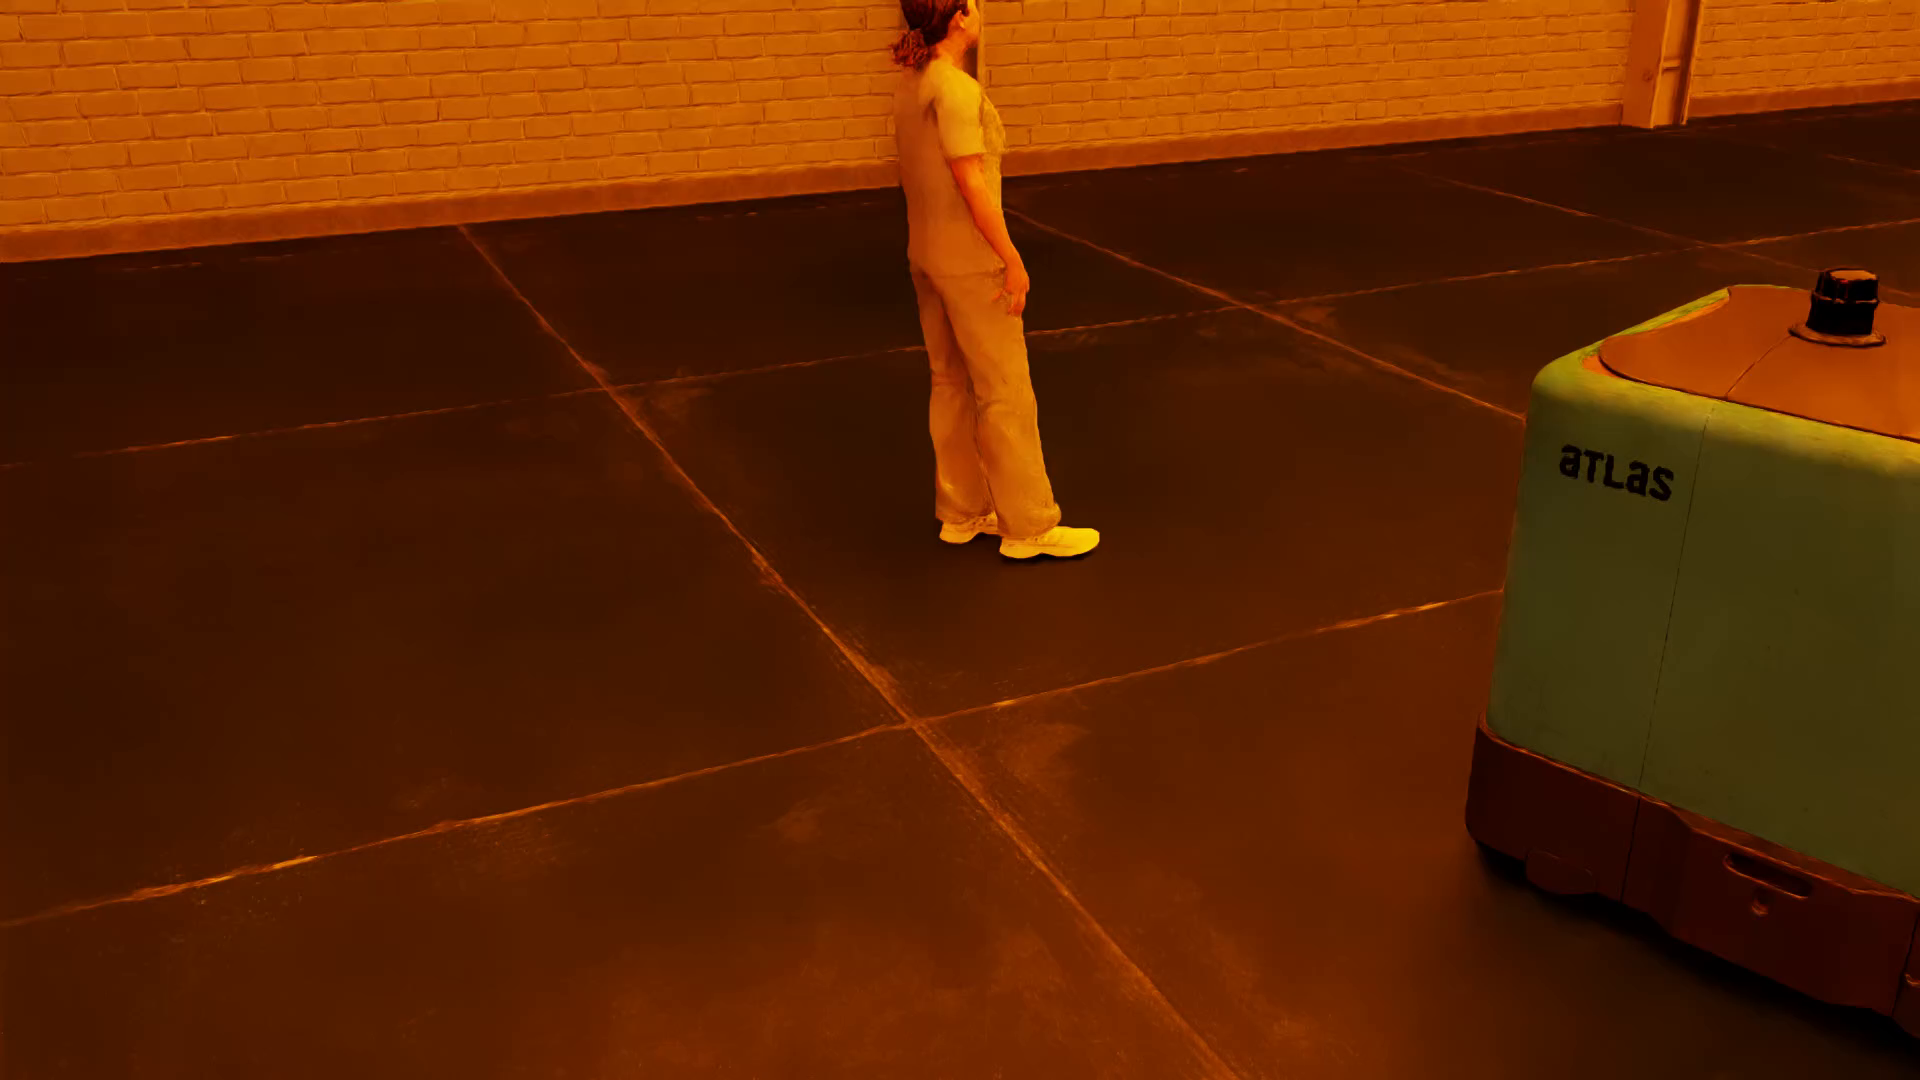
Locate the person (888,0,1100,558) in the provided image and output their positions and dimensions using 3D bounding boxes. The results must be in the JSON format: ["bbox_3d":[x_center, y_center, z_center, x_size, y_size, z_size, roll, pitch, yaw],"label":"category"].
[{"bbox_3d":[0.073,-0.788,4.800,0.548,1.674,0.550,-10,25,-23],"label":"person"}]

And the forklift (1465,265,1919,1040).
[{"bbox_3d":[2.455,-0.418,2.292,3.031,2.935,1.130,21,30,41],"label":"forklift"}]
